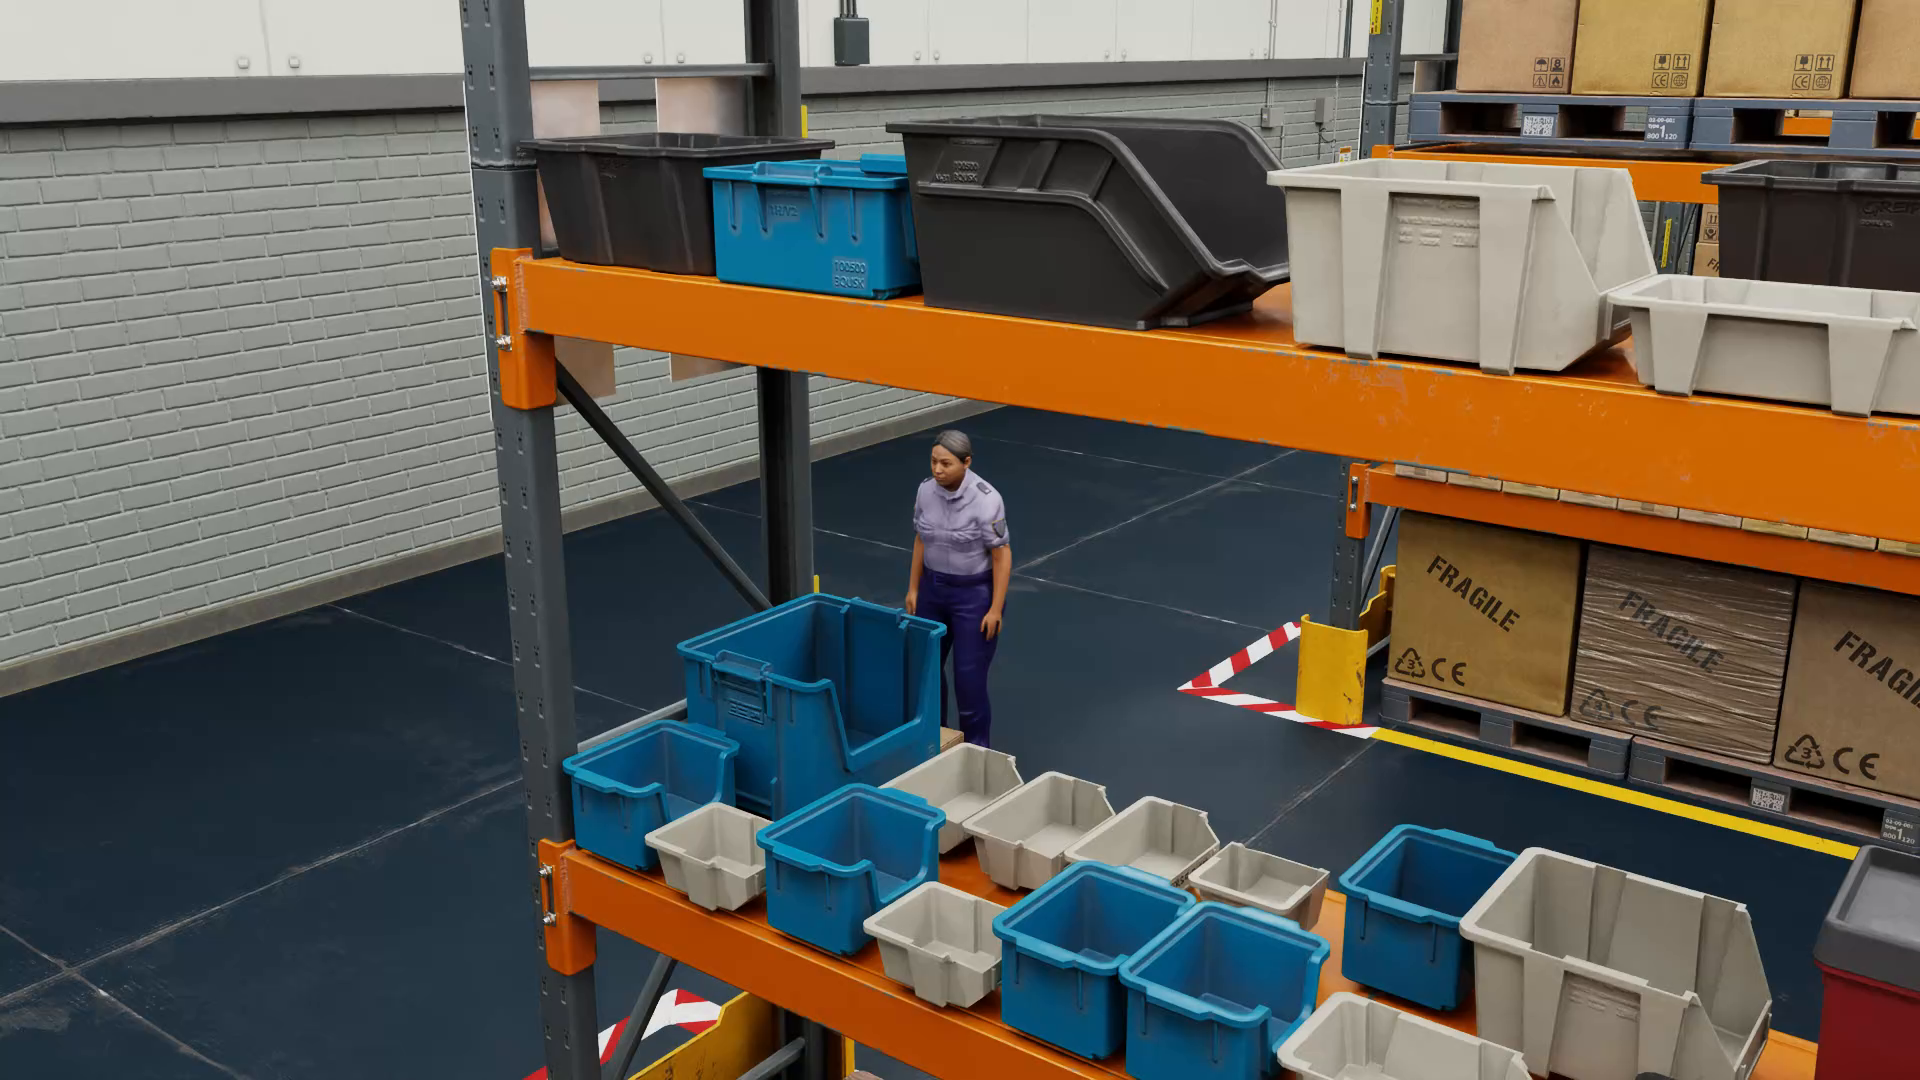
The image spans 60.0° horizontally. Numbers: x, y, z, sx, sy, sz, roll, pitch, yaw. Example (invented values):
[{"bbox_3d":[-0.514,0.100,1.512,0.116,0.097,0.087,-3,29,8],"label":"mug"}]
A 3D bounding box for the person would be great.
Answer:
[{"bbox_3d":[-0.031,0.290,7.584,0.545,1.651,0.414,12,20,34],"label":"person"}]
